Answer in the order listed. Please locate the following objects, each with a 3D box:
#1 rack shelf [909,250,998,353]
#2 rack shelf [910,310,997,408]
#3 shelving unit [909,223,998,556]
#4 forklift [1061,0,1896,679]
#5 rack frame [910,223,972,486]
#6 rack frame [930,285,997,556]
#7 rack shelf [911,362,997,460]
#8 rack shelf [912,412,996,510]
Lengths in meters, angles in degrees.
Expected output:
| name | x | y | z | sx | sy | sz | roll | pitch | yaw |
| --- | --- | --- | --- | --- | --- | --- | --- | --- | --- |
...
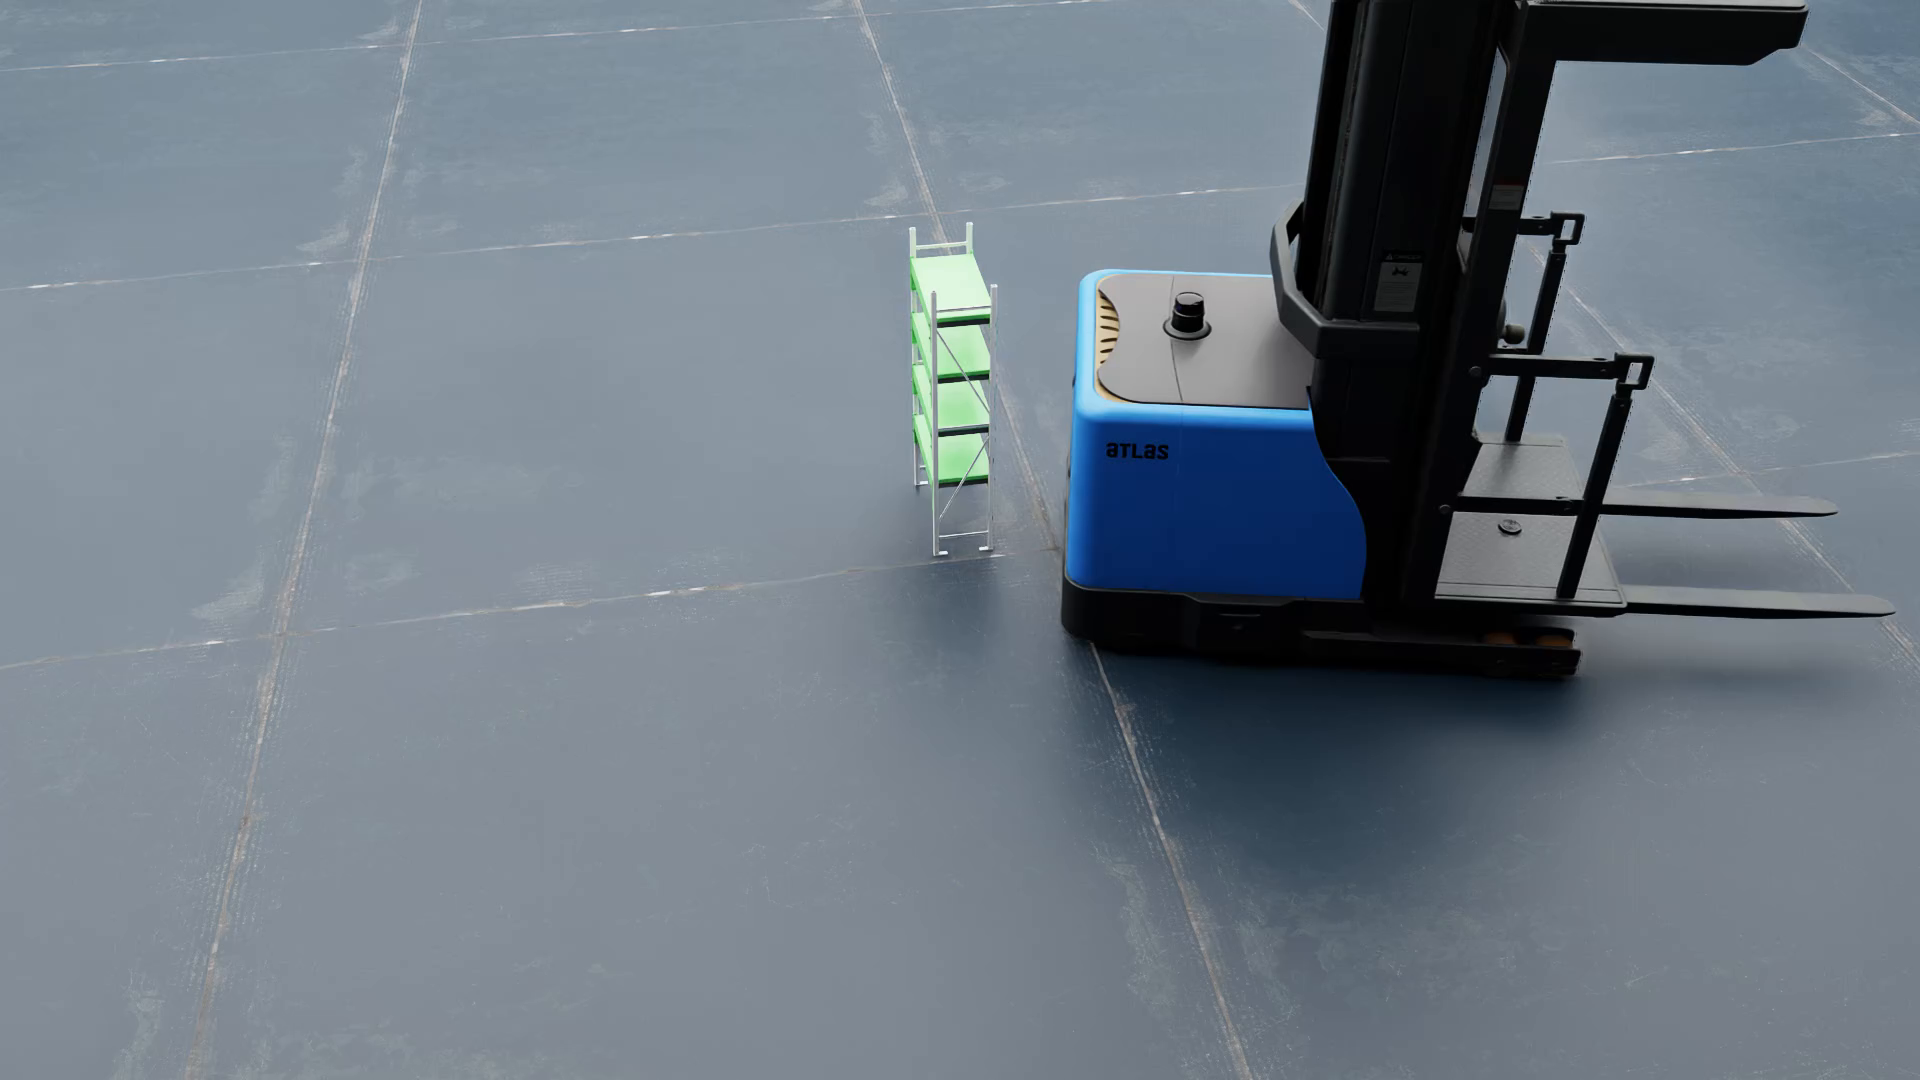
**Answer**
| name | x | y | z | sx | sy | sz | roll | pitch | yaw |
| --- | --- | --- | --- | --- | --- | --- | --- | --- | --- |
| rack shelf | -0.029 | -0.902 | 6.255 | 0.258 | 0.148 | 0.480 | -6 | 38 | -8 |
| rack shelf | -0.029 | -0.713 | 6.403 | 0.258 | 0.148 | 0.480 | -6 | 38 | -8 |
| shelving unit | -0.029 | -0.574 | 6.511 | 0.258 | 1.200 | 0.503 | -6 | 38 | -8 |
| forklift | 1.921 | -0.989 | 5.634 | 3.031 | 2.935 | 1.130 | 3 | 38 | 3 |
| rack frame | -0.072 | -0.721 | 6.700 | 0.240 | 1.200 | 0.015 | -6 | 38 | -8 |
| rack frame | 0.014 | -0.426 | 6.321 | 0.240 | 1.200 | 0.015 | -6 | 38 | -8 |
| rack shelf | -0.029 | -0.523 | 6.550 | 0.258 | 0.148 | 0.480 | -6 | 38 | -8 |
| rack shelf | -0.029 | -0.334 | 6.697 | 0.258 | 0.148 | 0.480 | -6 | 38 | -8 |
